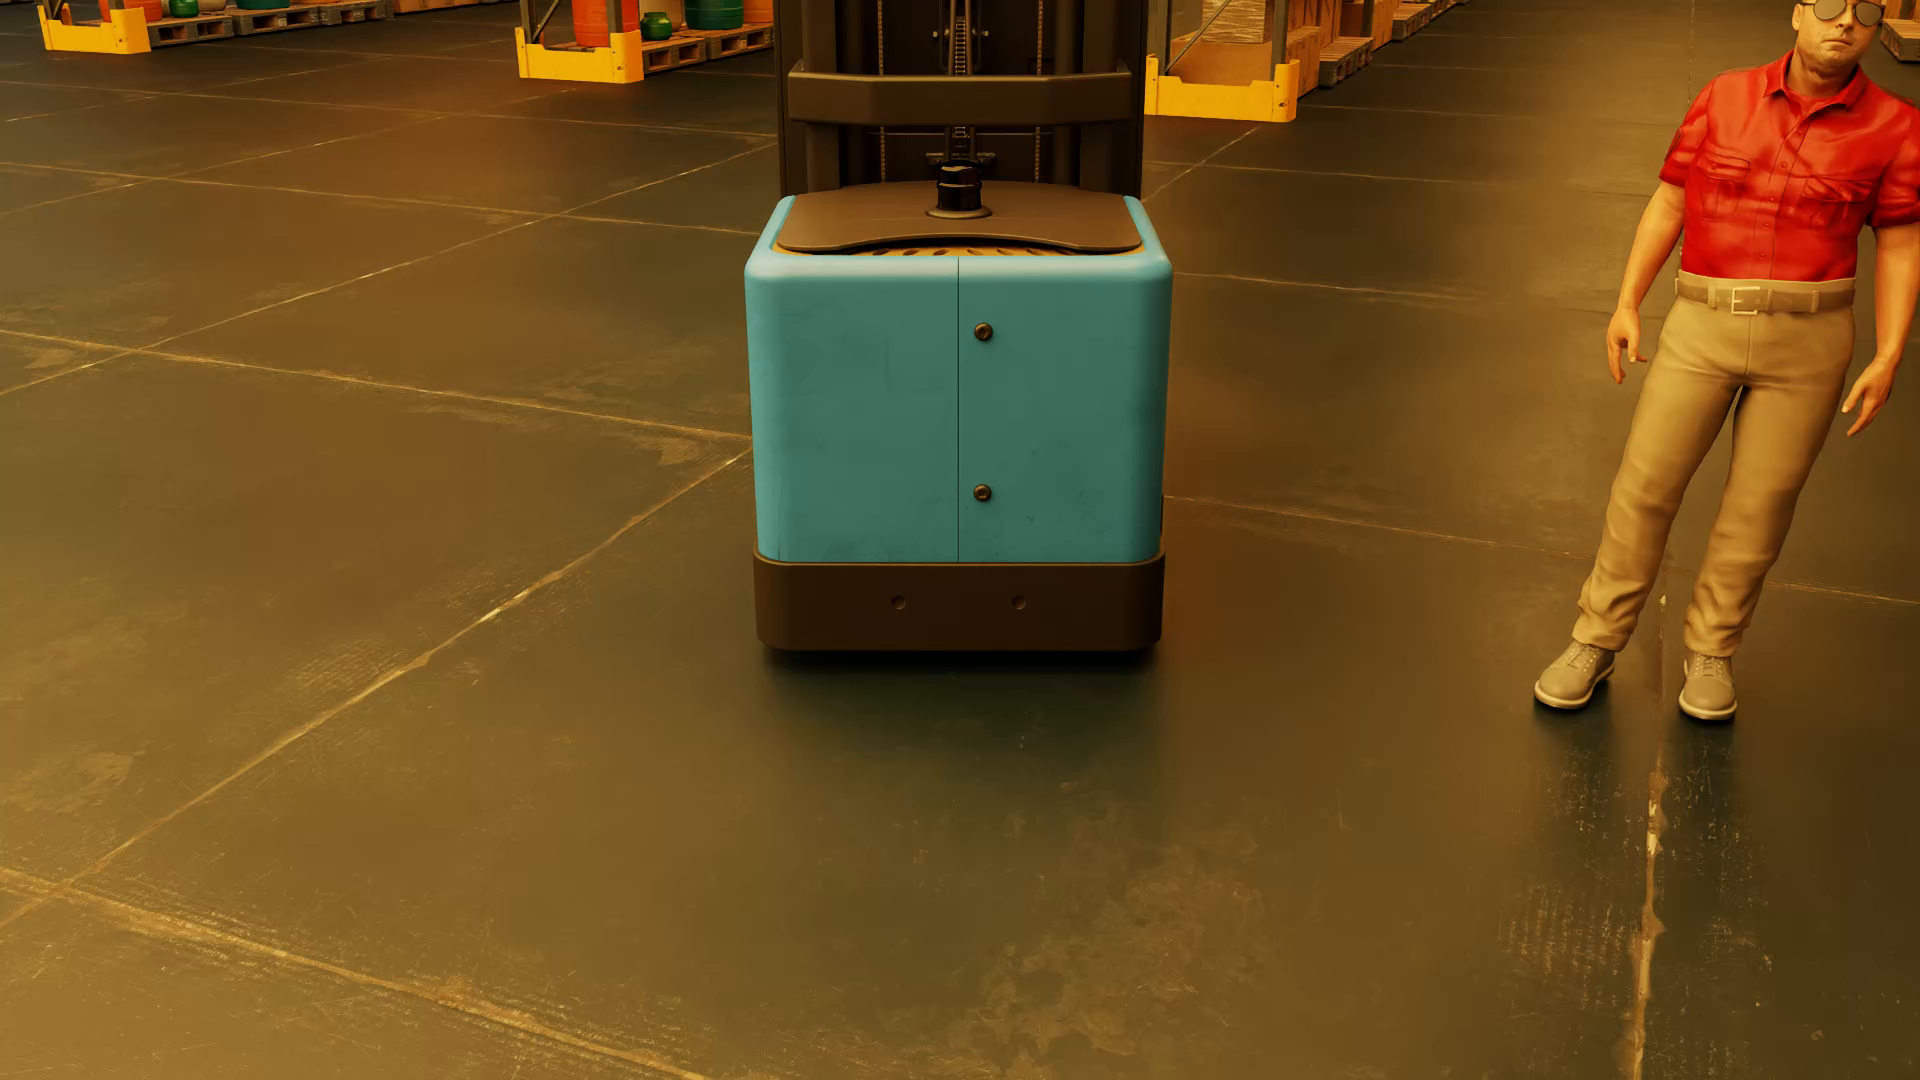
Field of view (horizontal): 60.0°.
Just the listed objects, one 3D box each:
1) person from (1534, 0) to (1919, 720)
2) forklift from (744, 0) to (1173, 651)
[{"bbox_3d":[1.809,-0.419,3.835,0.640,1.727,0.551,12,26,27],"label":"person"},{"bbox_3d":[0.002,-1.587,5.089,1.130,2.935,3.031,0,23,0],"label":"forklift"}]
